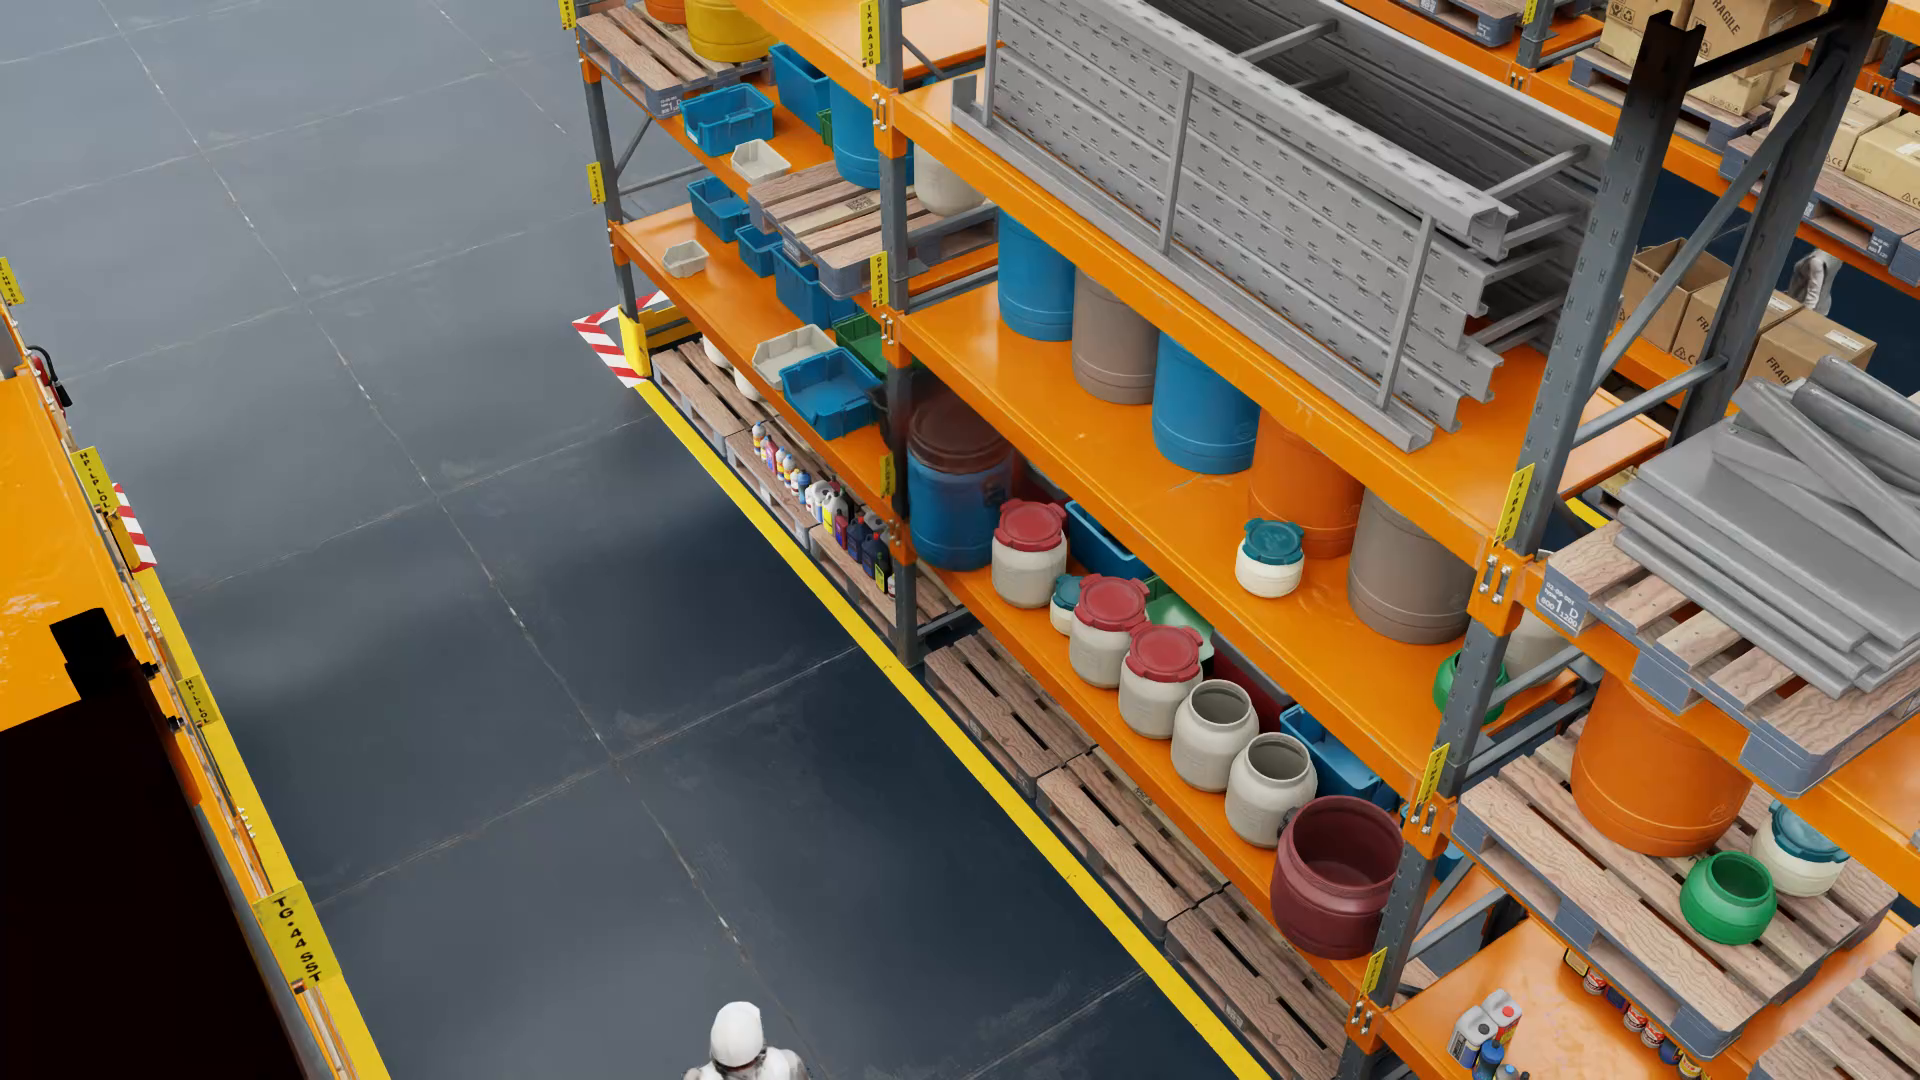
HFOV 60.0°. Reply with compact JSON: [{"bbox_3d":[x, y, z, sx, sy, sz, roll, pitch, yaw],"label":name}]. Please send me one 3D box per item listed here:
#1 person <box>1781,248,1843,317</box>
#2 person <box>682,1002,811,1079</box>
[{"bbox_3d":[6.325,-1.756,12.611,0.401,1.407,0.986,-23,47,-23],"label":"person"},{"bbox_3d":[-0.969,2.504,7.491,0.592,1.538,1.002,-12,44,-13],"label":"person"}]
